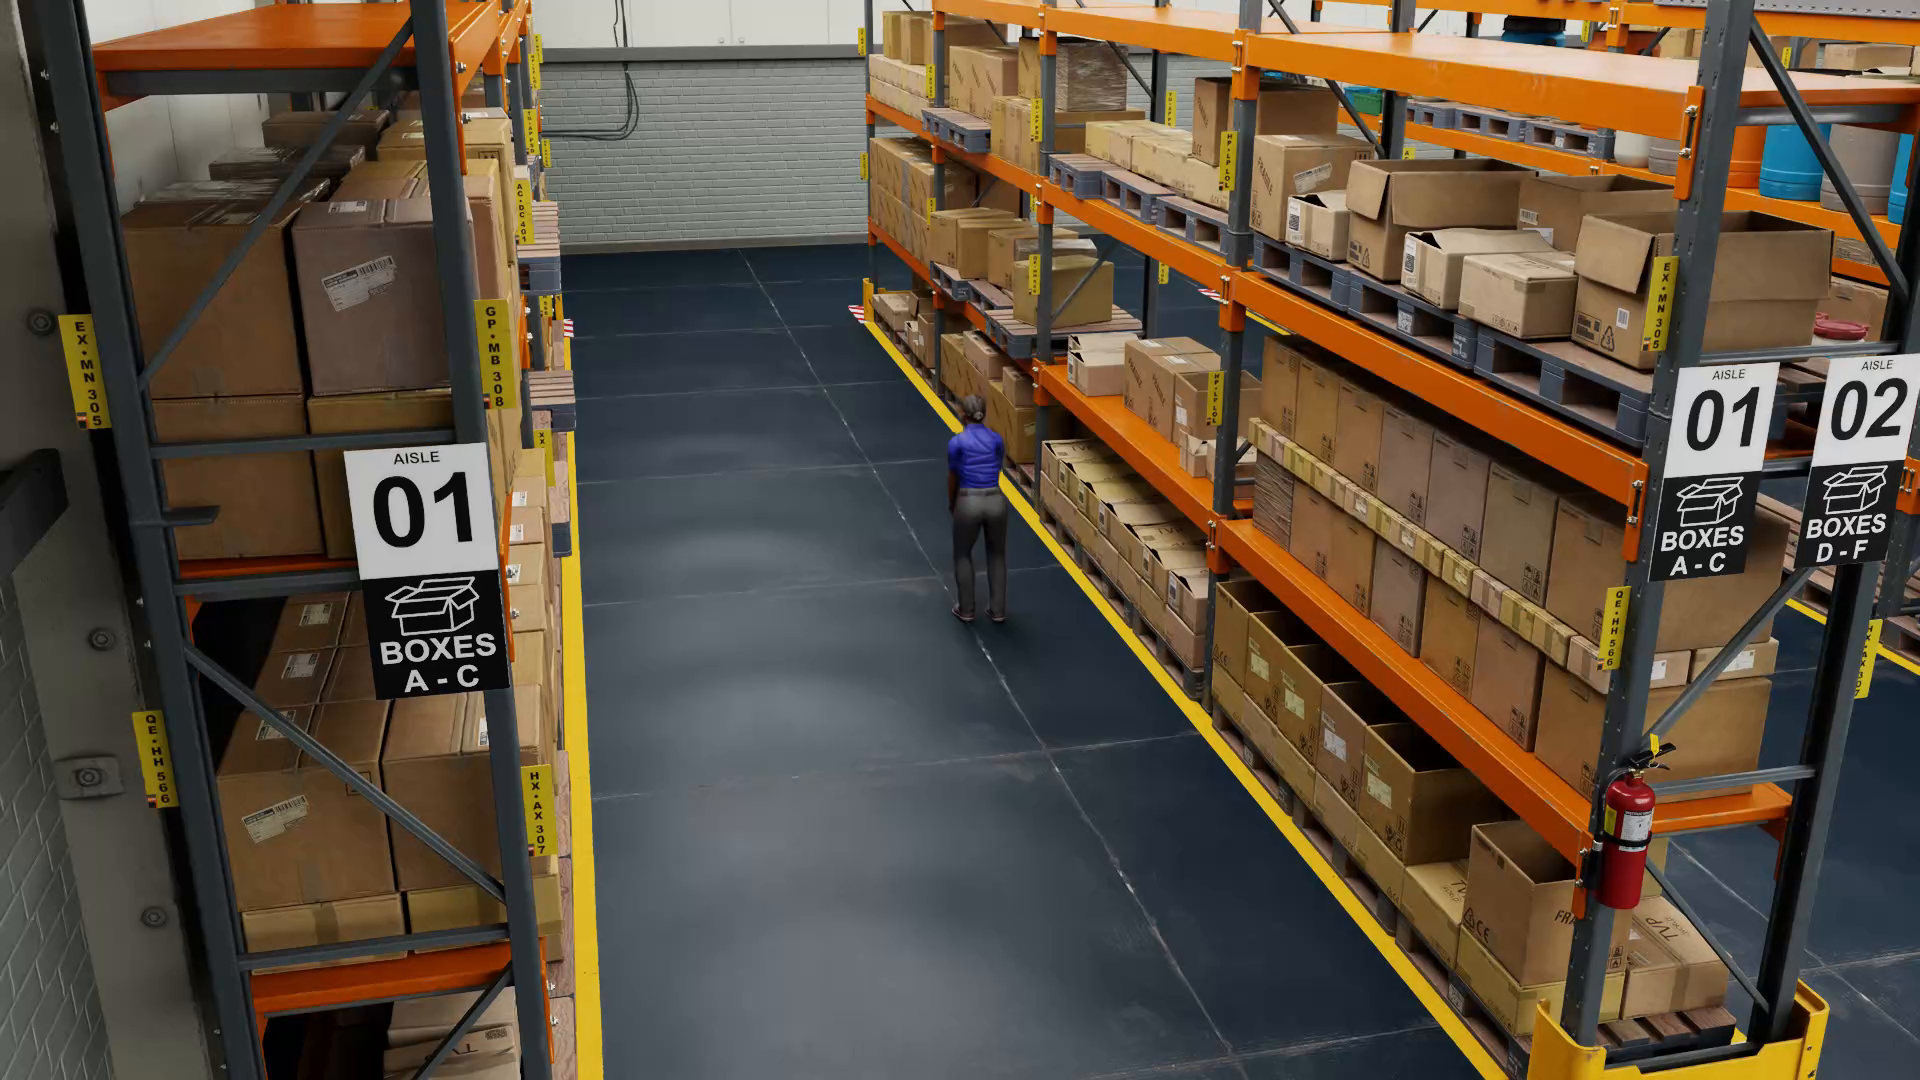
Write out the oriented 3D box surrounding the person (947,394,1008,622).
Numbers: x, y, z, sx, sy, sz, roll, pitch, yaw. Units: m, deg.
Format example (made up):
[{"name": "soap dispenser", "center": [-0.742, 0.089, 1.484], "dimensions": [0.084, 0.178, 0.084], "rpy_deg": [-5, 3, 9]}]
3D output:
[{"name": "person", "center": [0.110, -0.229, 11.760], "dimensions": [0.410, 1.637, 0.533], "rpy_deg": [-5, 20, -13]}]
